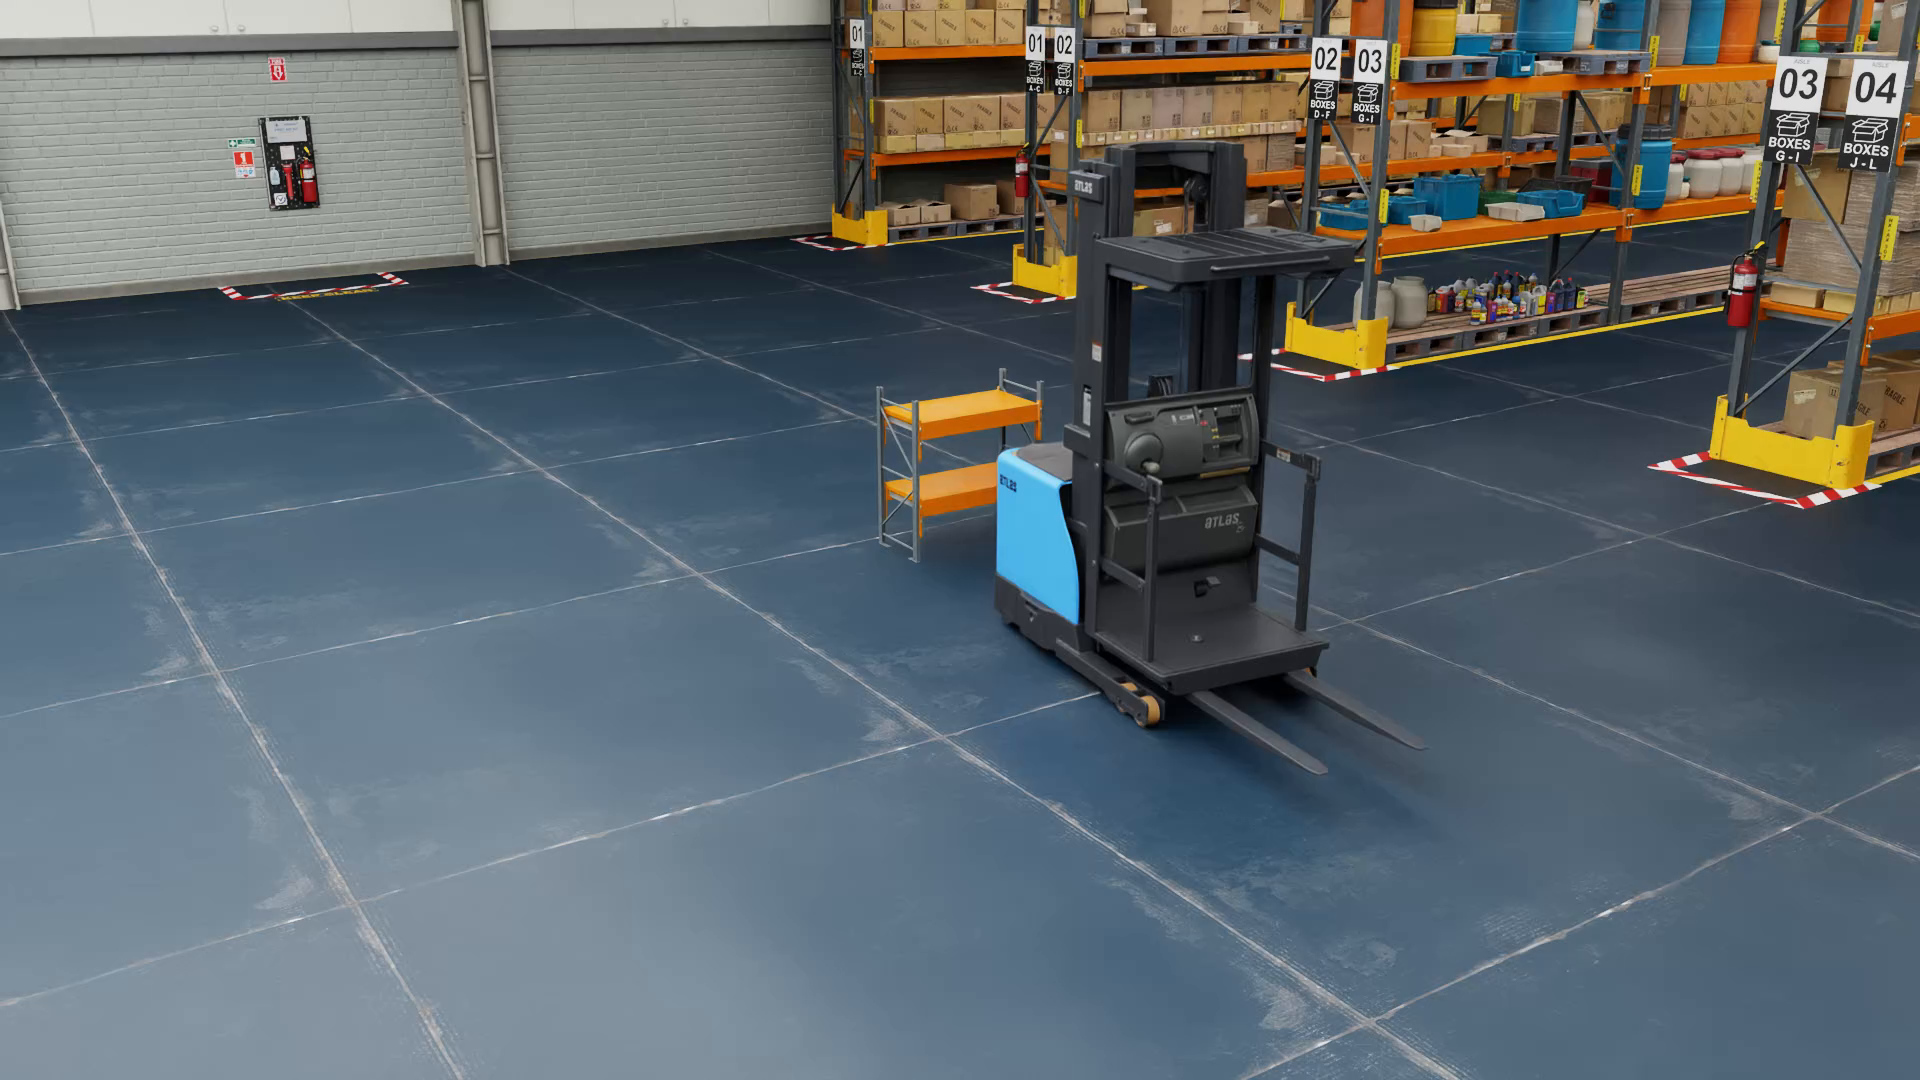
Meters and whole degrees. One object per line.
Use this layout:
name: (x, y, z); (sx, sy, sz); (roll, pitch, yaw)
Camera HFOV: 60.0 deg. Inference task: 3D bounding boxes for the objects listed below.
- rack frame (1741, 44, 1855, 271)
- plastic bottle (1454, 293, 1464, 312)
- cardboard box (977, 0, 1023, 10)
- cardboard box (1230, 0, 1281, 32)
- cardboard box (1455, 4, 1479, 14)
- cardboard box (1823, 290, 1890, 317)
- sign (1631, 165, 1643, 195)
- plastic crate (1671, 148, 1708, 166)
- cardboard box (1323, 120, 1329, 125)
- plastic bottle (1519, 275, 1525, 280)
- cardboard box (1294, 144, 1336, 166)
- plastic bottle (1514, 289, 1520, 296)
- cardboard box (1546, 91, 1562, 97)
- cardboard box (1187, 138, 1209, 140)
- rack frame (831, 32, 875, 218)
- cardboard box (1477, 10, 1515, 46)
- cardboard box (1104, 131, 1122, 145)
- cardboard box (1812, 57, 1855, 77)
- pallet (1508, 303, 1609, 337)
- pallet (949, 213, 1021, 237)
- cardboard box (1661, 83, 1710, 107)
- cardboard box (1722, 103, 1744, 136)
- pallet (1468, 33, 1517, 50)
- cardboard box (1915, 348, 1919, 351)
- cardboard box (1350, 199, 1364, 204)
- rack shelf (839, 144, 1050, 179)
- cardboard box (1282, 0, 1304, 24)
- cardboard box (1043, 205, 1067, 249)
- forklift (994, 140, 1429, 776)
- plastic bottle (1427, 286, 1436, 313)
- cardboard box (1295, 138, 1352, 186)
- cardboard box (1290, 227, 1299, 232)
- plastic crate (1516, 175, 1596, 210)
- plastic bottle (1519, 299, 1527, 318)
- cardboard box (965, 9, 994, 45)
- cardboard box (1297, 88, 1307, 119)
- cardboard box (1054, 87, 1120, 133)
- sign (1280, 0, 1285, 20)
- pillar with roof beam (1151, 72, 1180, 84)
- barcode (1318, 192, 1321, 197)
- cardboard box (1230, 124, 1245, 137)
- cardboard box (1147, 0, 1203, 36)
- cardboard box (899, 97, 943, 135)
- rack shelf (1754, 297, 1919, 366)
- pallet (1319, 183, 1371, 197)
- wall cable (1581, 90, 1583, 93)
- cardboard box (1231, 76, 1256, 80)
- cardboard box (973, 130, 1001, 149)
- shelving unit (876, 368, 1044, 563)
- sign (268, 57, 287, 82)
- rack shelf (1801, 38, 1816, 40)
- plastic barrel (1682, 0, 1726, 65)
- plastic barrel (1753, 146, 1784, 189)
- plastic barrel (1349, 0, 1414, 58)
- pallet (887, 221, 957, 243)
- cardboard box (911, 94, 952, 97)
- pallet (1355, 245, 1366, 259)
rack frame: (10.547, -4.711, 20.995); (0.127, 3.000, 1.000); (-12, 22, -31)
plastic bottle: (5.584, -2.656, 18.601); (0.097, 0.201, 0.097); (0, 19, 0)
cardboard box: (0.606, -8.252, 25.039); (0.500, 0.500, 0.500); (-13, 23, -33)
cardboard box: (3.919, -7.047, 22.192); (0.500, 0.500, 0.500); (-10, 21, -27)
cardboard box: (9.161, -9.712, 30.529); (0.500, 0.250, 0.500); (-12, 22, -32)
cardboard box: (6.959, -1.844, 12.908); (0.250, 0.149, 0.380); (-12, 22, -31)
sign: (7.500, -3.988, 18.425); (0.005, 0.325, 0.100); (-12, 22, -31)
plastic crate: (9.029, -4.538, 20.385); (0.583, 0.464, 0.402); (-12, 22, -31)
cardboard box: (6.339, -7.438, 29.425); (0.250, 0.149, 0.380); (-11, 22, -30)
plastic bottle: (6.444, -2.921, 19.267); (0.135, 0.276, 0.152); (-11, 22, -29)
cardboard box: (4.872, -5.359, 23.147); (0.500, 0.250, 0.500); (-10, 21, -28)
plastic bottle: (6.200, -2.647, 18.446); (0.133, 0.283, 0.061); (-12, 22, -31)
cardboard box: (11.359, -8.819, 32.679); (0.700, 0.700, 0.980); (-11, 21, -29)
cardboard box: (2.833, -5.027, 21.773); (0.500, 0.500, 0.700); (-11, 22, -30)
rack frame: (-1.583, -5.951, 24.665); (0.127, 3.000, 1.000); (-12, 22, -31)
cardboard box: (8.172, -7.590, 24.673); (0.500, 0.500, 0.910); (-12, 22, -31)
cardboard box: (1.810, -5.040, 20.801); (0.250, 0.149, 0.380); (-13, 22, -33)
cardboard box: (6.650, -3.648, 12.779); (0.250, 0.149, 0.380); (-12, 22, -31)
pallet: (6.622, -2.578, 19.040); (1.213, 0.211, 1.003); (-12, 22, -31)
pallet: (0.196, -4.991, 26.178); (1.213, 0.211, 1.003); (-12, 22, -31)
cardboard box: (11.715, -7.269, 26.846); (0.500, 0.500, 0.500); (-11, 22, -30)
cardboard box: (12.587, -6.983, 27.562); (0.500, 0.500, 0.500); (-12, 22, -32)
pallet: (7.308, -7.224, 24.041); (1.003, 0.211, 1.213); (-11, 21, -29)
cardboard box: (8.625, -1.403, 14.458); (0.500, 0.500, 0.500); (-14, 23, -36)
cardboard box: (5.820, -4.678, 23.660); (0.500, 0.311, 0.500); (-13, 22, -33)
rack shelf: (0.087, -5.963, 25.822); (4.000, 0.370, 1.077); (-12, 22, -31)
cardboard box: (5.464, -9.136, 28.559); (0.500, 0.500, 0.700); (-14, 23, -36)
cardboard box: (1.429, -4.053, 21.515); (0.500, 0.500, 0.500); (-12, 22, -31)
forklift: (1.313, -0.558, 8.820); (1.130, 2.935, 3.031); (-9, 21, -25)
plastic bottle: (5.246, -2.689, 18.570); (0.133, 0.283, 0.061); (-11, 22, -30)
cardboard box: (6.520, -6.788, 29.841); (0.750, 0.750, 0.750); (-12, 22, -32)
cardboard box: (4.958, -4.233, 23.219); (0.500, 0.250, 0.500); (-13, 22, -33)
plastic crate: (6.699, -3.918, 18.748); (0.504, 0.338, 0.767); (-12, 22, -31)
plastic bottle: (6.175, -2.552, 18.292); (0.097, 0.201, 0.097); (0, 19, 0)
cardboard box: (0.169, -7.699, 24.963); (0.500, 0.500, 0.500); (-10, 21, -28)
cardboard box: (5.645, -7.575, 28.817); (0.500, 0.500, 0.500); (-11, 22, -30)
cardboard box: (1.586, -5.377, 20.784); (0.500, 0.500, 0.700); (-12, 22, -31)
sign: (5.395, -8.881, 27.839); (0.005, 0.325, 0.100); (-12, 22, -31)
pillar with roof beam: (5.905, -9.053, 24.473); (0.400, 9.000, 9.100); (-12, 22, -31)
barcode: (4.927, -4.744, 22.811); (0.075, 0.075, 0.001); (-12, 22, -31)
cardboard box: (3.525, -5.402, 21.872); (0.250, 0.149, 0.380); (-12, 22, -32)
cardboard box: (2.682, -6.580, 20.810); (0.500, 0.500, 0.500); (-12, 22, -31)
cardboard box: (-0.601, -6.333, 24.826); (0.500, 0.500, 0.500); (-12, 22, -31)
rack shelf: (8.260, -1.988, 14.065); (4.000, 0.370, 1.077); (-12, 22, -31)
pallet: (6.816, -6.372, 30.262); (1.213, 0.211, 1.003); (-12, 22, -31)
wall cable: (12.329, -9.729, 34.254); (1.851, 1.984, 0.084); (-12, 22, -31)
cardboard box: (4.827, -7.855, 28.439); (0.250, 0.149, 0.380); (-16, 24, -38)
cardboard box: (0.277, -6.163, 25.493); (0.500, 0.250, 0.500); (-12, 22, -31)
shelving unit: (0.006, -0.534, 11.568); (1.048, 1.125, 0.538); (-12, 22, -31)
sign: (-8.632, -5.947, 21.034); (0.199, 0.298, 0.001); (-12, 22, -31)
rack shelf: (12.837, -8.173, 27.676); (4.000, 0.370, 1.077); (-12, 22, -31)
plastic barrel: (8.604, -6.042, 19.468); (0.708, 0.901, 0.600); (-12, 22, -31)
plastic barrel: (9.805, -4.525, 20.272); (0.421, 0.512, 0.421); (0, 19, 0)
plastic barrel: (4.202, -5.244, 16.564); (0.708, 0.830, 0.600); (-12, 22, -31)
pallet: (-0.822, -4.777, 25.546); (1.213, 0.211, 1.003); (-12, 22, -31)
cardboard box: (-0.451, -6.563, 25.507); (0.500, 0.500, 0.500); (-13, 22, -33)
pallet: (5.079, -4.151, 23.693); (1.213, 0.211, 1.003); (-12, 22, -31)
